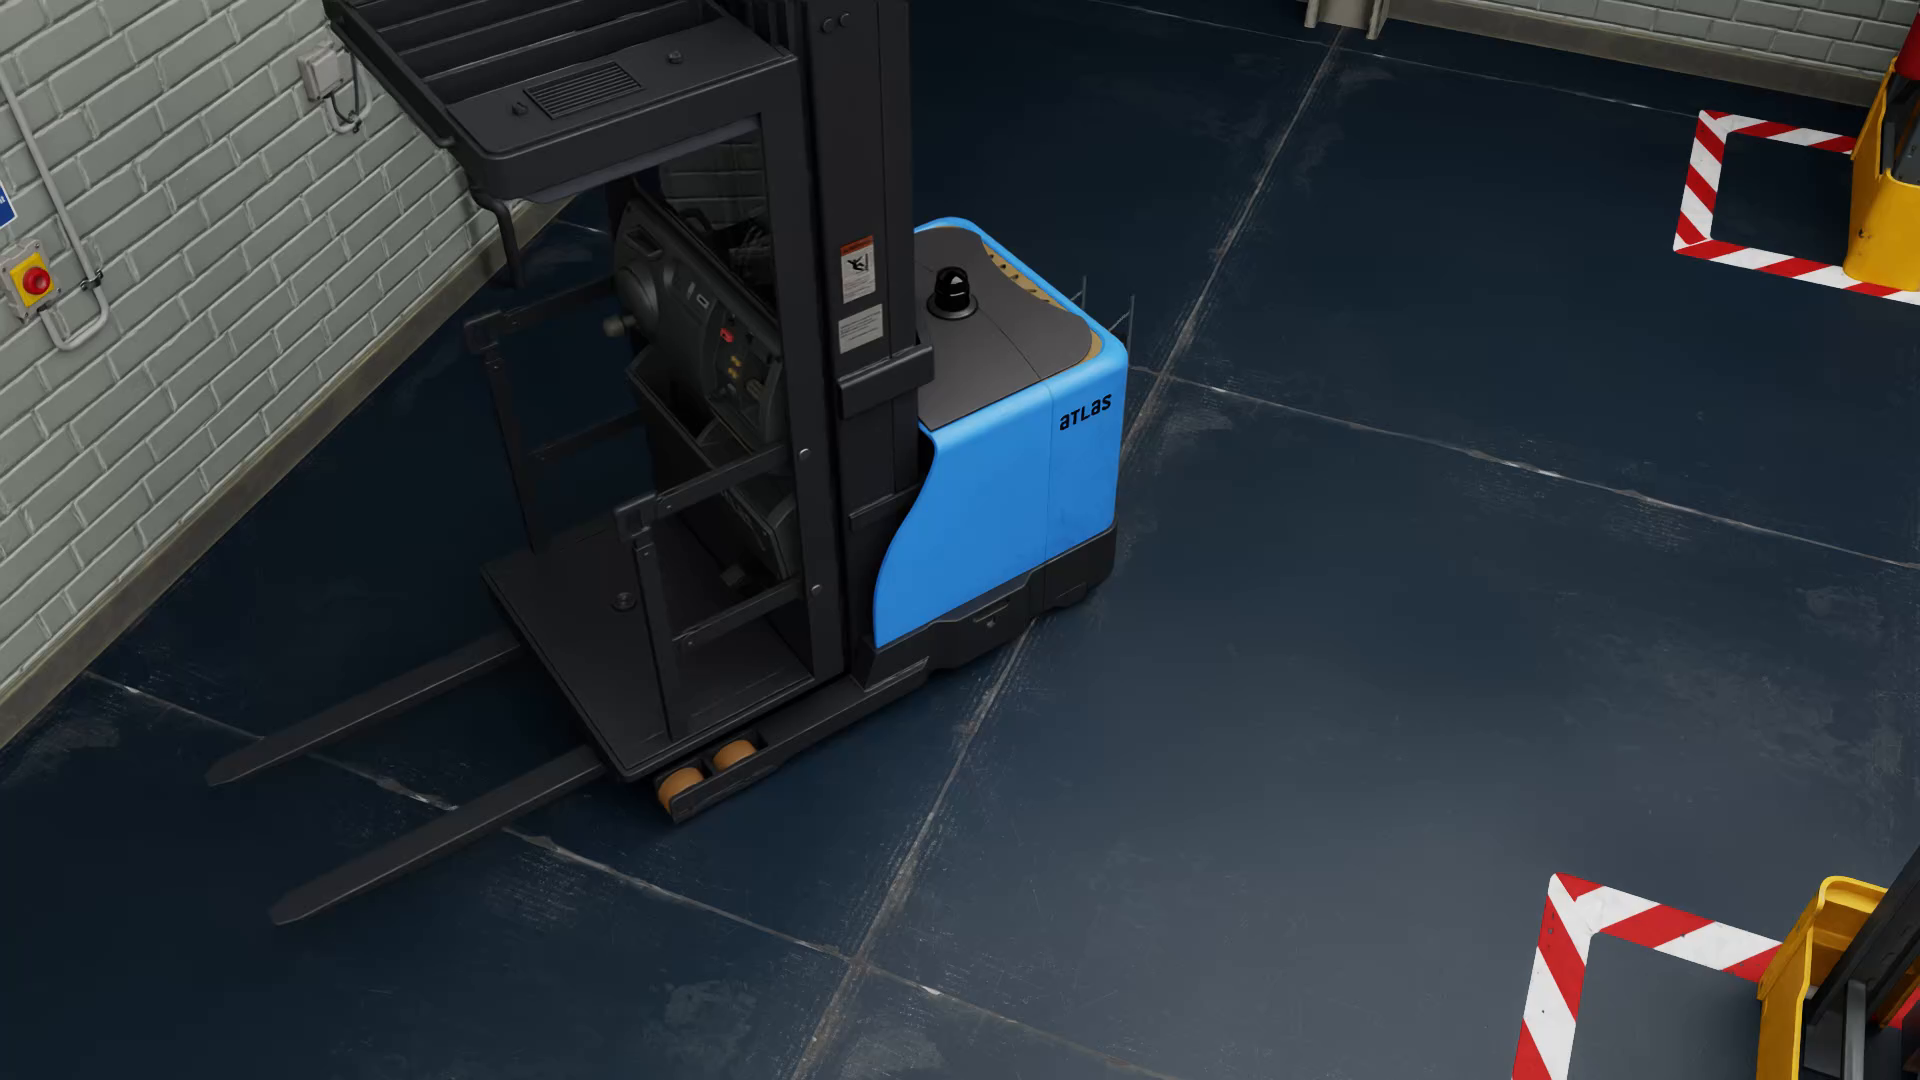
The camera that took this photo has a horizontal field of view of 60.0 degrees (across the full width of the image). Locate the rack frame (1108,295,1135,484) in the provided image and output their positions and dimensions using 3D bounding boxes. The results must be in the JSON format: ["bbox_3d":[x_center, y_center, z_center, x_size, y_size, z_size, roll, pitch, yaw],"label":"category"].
[{"bbox_3d":[0.540,-0.474,6.088,0.006,0.900,0.240,28,51,25],"label":"rack frame"}]

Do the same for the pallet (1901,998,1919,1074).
[{"bbox_3d":[3.117,1.795,4.296,1.213,0.211,1.003,16,47,16],"label":"pallet"}]

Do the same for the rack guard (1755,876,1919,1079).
[{"bbox_3d":[2.327,1.520,4.368,0.348,0.500,1.175,16,47,16],"label":"rack guard"}]

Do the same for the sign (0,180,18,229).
[{"bbox_3d":[-2.939,-0.956,4.893,0.001,0.218,0.327,16,47,16],"label":"sign"}]

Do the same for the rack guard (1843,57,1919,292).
[{"bbox_3d":[4.327,-1.685,7.589,0.348,0.500,1.175,16,47,16],"label":"rack guard"}]

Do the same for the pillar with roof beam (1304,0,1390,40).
[{"bbox_3d":[0.458,-3.235,3.121,0.400,9.000,9.100,16,47,16],"label":"pillar with roof beam"}]

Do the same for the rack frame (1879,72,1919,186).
[{"bbox_3d":[4.257,-2.591,6.728,0.127,3.000,1.000,16,47,16],"label":"rack frame"}]

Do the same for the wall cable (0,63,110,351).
[{"bbox_3d":[-2.864,-1.247,4.634,0.123,1.953,0.585,16,47,16],"label":"wall cable"}]

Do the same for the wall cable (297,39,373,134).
[{"bbox_3d":[-2.328,-2.162,5.576,0.122,1.984,0.588,16,47,16],"label":"wall cable"}]

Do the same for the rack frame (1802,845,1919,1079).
[{"bbox_3d":[2.349,0.641,3.479,0.127,3.000,1.000,16,47,16],"label":"rack frame"}]

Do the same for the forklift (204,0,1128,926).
[{"bbox_3d":[-0.937,-0.572,4.747,3.031,2.935,1.130,-26,51,-24],"label":"forklift"}]

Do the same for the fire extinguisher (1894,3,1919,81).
[{"bbox_3d":[3.943,-2.171,6.624,0.183,0.674,0.296,16,47,16],"label":"fire extinguisher"}]

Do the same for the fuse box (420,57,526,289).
[{"bbox_3d":[-1.920,-1.746,6.792,0.414,1.711,0.539,16,47,16],"label":"fuse box"}]

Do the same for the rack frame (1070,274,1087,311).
[{"bbox_3d":[0.377,-0.559,6.174,0.006,0.900,0.240,28,51,25],"label":"rack frame"}]

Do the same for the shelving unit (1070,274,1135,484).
[{"bbox_3d":[0.459,-0.516,6.131,0.210,0.900,0.258,28,51,25],"label":"shelving unit"}]

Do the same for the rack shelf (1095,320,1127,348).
[{"bbox_3d":[0.459,-0.684,5.964,0.200,0.077,0.258,28,51,25],"label":"rack shelf"}]
